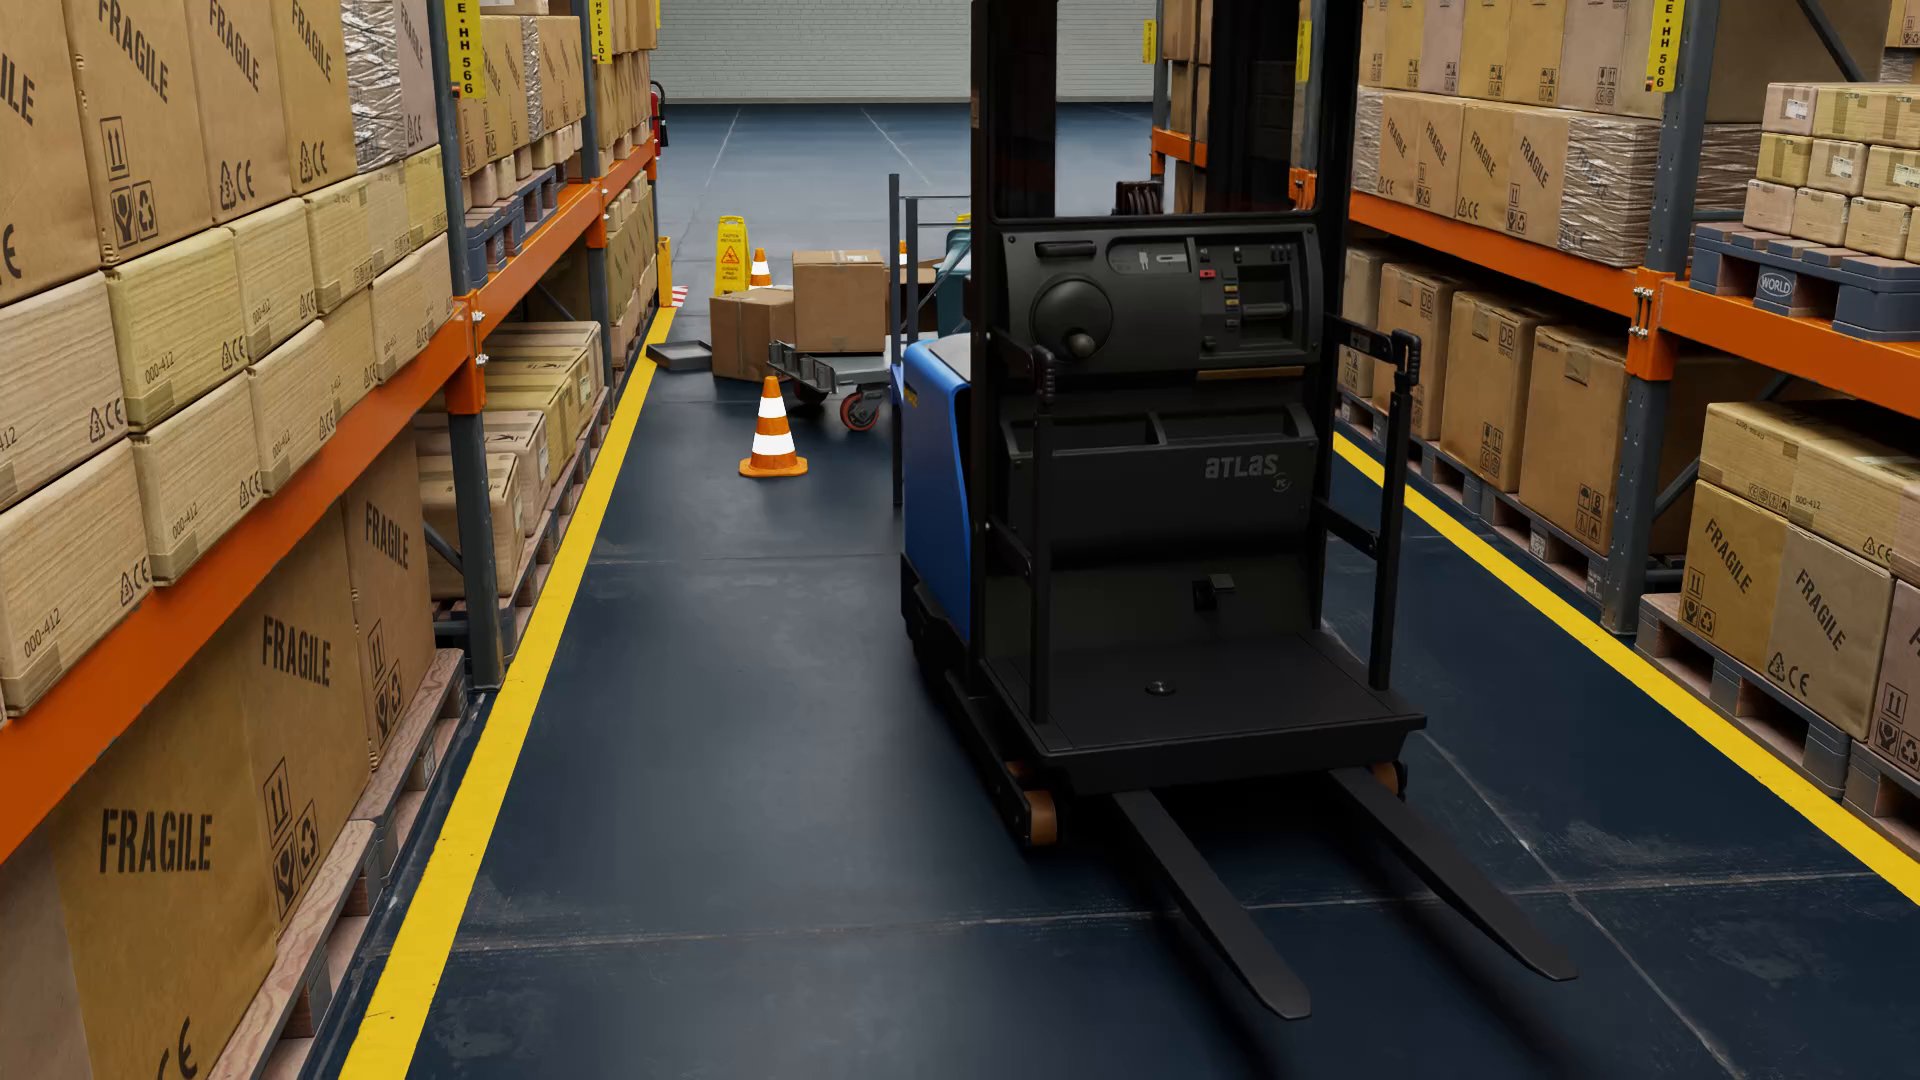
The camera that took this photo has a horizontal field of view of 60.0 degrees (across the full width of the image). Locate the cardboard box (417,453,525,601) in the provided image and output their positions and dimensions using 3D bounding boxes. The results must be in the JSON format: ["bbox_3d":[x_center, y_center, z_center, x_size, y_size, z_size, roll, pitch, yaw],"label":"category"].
[{"bbox_3d":[-2.089,-0.042,5.987,0.950,0.372,0.625,-3,18,-9],"label":"cardboard box"}]

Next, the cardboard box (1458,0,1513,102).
[{"bbox_3d":[2.674,-2.224,7.416,0.700,0.500,0.500,-2,18,-6],"label":"cardboard box"}]

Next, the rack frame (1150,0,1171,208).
[{"bbox_3d":[2.047,-3.493,13.295,1.000,3.000,0.127,-2,18,-6],"label":"rack frame"}]

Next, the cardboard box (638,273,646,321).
[{"bbox_3d":[-2.410,-1.655,11.331,0.500,0.250,0.500,-2,18,-8],"label":"cardboard box"}]

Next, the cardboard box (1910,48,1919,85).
[{"bbox_3d":[7.240,-3.196,11.685,0.875,0.500,0.500,-2,18,-6],"label":"cardboard box"}]

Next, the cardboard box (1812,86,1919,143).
[{"bbox_3d":[2.757,-1.250,4.876,0.380,0.149,0.250,-2,18,-7],"label":"cardboard box"}]

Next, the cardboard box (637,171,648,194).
[{"bbox_3d":[-2.420,-2.528,11.775,0.380,0.149,0.250,-1,17,-4],"label":"cardboard box"}]

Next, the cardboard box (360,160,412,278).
[{"bbox_3d":[-1.682,-0.804,4.146,0.500,0.250,0.500,-2,18,-7],"label":"cardboard box"}]

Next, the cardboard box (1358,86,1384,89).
[{"bbox_3d":[2.246,-2.184,8.958,0.500,0.500,0.500,-2,17,-5],"label":"cardboard box"}]

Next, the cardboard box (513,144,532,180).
[{"bbox_3d":[-2.008,-1.592,6.960,0.380,0.149,0.250,-1,17,-4],"label":"cardboard box"}]

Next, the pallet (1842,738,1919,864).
[{"bbox_3d":[3.074,0.817,4.223,1.003,0.211,1.213,-2,18,-6],"label":"pallet"}]

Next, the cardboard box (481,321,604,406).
[{"bbox_3d":[-2.397,-0.908,8.749,0.950,0.372,0.625,-2,17,-5],"label":"cardboard box"}]

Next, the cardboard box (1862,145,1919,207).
[{"bbox_3d":[2.783,-1.021,4.644,0.380,0.149,0.250,-2,18,-7],"label":"cardboard box"}]

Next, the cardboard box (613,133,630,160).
[{"bbox_3d":[-2.290,-2.483,10.499,0.380,0.149,0.250,-2,18,-5],"label":"cardboard box"}]

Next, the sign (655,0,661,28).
[{"bbox_3d":[-2.312,-4.024,12.526,0.100,0.325,0.005,-2,18,-6],"label":"sign"}]

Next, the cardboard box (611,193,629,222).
[{"bbox_3d":[-2.254,-2.050,10.254,0.380,0.149,0.250,-1,17,-4],"label":"cardboard box"}]

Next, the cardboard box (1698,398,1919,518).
[{"bbox_3d":[2.702,-0.262,5.224,0.500,0.250,0.500,-3,18,-8],"label":"cardboard box"}]

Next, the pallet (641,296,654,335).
[{"bbox_3d":[-2.810,-1.714,12.283,1.003,0.211,1.213,-2,18,-6],"label":"pallet"}]

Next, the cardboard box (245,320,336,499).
[{"bbox_3d":[-1.546,-0.259,3.244,0.500,0.250,0.500,-2,18,-7],"label":"cardboard box"}]

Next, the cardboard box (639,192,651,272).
[{"bbox_3d":[-2.467,-2.170,11.719,0.500,0.500,0.500,-1,17,-4],"label":"cardboard box"}]

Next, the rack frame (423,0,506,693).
[{"bbox_3d":[-2.041,-0.926,5.120,1.000,3.000,0.127,-2,18,-6],"label":"rack frame"}]

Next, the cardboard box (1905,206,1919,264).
[{"bbox_3d":[2.803,-0.810,4.466,0.380,0.149,0.250,-1,17,-3],"label":"cardboard box"}]

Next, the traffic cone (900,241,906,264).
[{"bbox_3d":[-0.470,-2.147,13.242,0.336,0.463,0.334,-2,18,-6],"label":"traffic cone"}]

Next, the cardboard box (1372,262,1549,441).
[{"bbox_3d":[2.709,-0.958,8.277,1.050,0.750,0.750,-2,18,-6],"label":"cardboard box"}]

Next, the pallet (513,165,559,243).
[{"bbox_3d":[-2.286,-1.423,7.023,1.003,0.211,1.213,-2,18,-6],"label":"pallet"}]

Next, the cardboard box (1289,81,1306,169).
[{"bbox_3d":[2.410,-2.482,9.825,0.875,0.550,0.550,-2,18,-6],"label":"cardboard box"}]

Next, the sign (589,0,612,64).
[{"bbox_3d":[-1.902,-2.689,8.800,0.100,0.325,0.005,-2,18,-6],"label":"sign"}]

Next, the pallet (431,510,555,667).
[{"bbox_3d":[-2.120,0.171,6.279,1.003,0.211,1.213,-2,18,-6],"label":"pallet"}]

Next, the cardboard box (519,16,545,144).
[{"bbox_3d":[-2.023,-1.920,6.919,0.500,0.500,0.500,-2,18,-8],"label":"cardboard box"}]

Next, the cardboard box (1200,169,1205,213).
[{"bbox_3d":[2.275,-2.217,12.078,0.875,0.875,0.875,-2,18,-7],"label":"cardboard box"}]

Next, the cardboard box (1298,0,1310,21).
[{"bbox_3d":[2.456,-2.999,9.668,0.875,0.550,0.550,-2,18,-6],"label":"cardboard box"}]

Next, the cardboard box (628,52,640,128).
[{"bbox_3d":[-2.441,-3.048,11.213,0.500,0.500,0.500,-2,18,-6],"label":"cardboard box"}]

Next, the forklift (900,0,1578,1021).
[{"bbox_3d":[0.627,-0.684,4.461,1.130,2.935,3.031,-4,18,-13],"label":"forklift"}]

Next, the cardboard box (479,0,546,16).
[{"bbox_3d":[-2.046,-2.401,7.369,0.380,0.149,0.250,-3,18,-8],"label":"cardboard box"}]

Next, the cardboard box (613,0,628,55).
[{"bbox_3d":[-2.314,-3.075,9.632,0.700,0.500,0.500,-2,18,-5],"label":"cardboard box"}]

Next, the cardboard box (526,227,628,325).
[{"bbox_3d":[-2.246,-1.548,9.739,0.500,0.500,0.500,-1,17,-3],"label":"cardboard box"}]

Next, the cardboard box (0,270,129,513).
[{"bbox_3d":[-1.475,-0.196,2.209,0.500,0.250,0.500,-2,17,-5],"label":"cardboard box"}]

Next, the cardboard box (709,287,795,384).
[{"bbox_3d":[-1.211,-1.288,10.440,0.500,0.500,0.500,11,21,32],"label":"cardboard box"}]

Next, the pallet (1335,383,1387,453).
[{"bbox_3d":[2.614,-0.743,9.191,1.003,0.211,1.213,-2,18,-6],"label":"pallet"}]

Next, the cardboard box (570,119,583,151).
[{"bbox_3d":[-2.126,-2.054,8.429,0.380,0.149,0.250,-2,17,-5],"label":"cardboard box"}]

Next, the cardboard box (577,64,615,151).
[{"bbox_3d":[-2.222,-2.447,9.301,0.500,0.500,0.500,-2,18,-6],"label":"cardboard box"}]

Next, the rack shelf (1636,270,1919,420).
[{"bbox_3d":[3.078,-0.170,3.912,1.077,0.370,4.000,-2,18,-6],"label":"rack shelf"}]

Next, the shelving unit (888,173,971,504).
[{"bbox_3d":[-0.009,-0.741,7.033,0.538,1.500,1.048,-2,18,-6],"label":"shelving unit"}]

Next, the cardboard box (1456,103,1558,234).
[{"bbox_3d":[2.457,-1.580,7.037,0.500,0.500,0.500,-2,18,-7],"label":"cardboard box"}]

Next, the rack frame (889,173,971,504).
[{"bbox_3d":[-0.061,-0.892,7.516,0.500,1.500,0.032,-2,18,-6],"label":"rack frame"}]

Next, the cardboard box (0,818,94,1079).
[{"bbox_3d":[-1.772,0.897,2.159,0.875,0.875,0.875,-1,17,-4],"label":"cardboard box"}]

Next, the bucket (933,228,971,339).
[{"bbox_3d":[0.152,-1.434,9.663,0.726,0.611,0.620,4,28,13],"label":"bucket"}]

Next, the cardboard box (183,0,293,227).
[{"bbox_3d":[-1.577,-0.853,3.051,0.500,0.500,0.500,-2,18,-7],"label":"cardboard box"}]

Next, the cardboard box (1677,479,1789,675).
[{"bbox_3d":[2.691,0.102,5.318,0.500,0.500,0.500,-3,18,-8],"label":"cardboard box"}]
